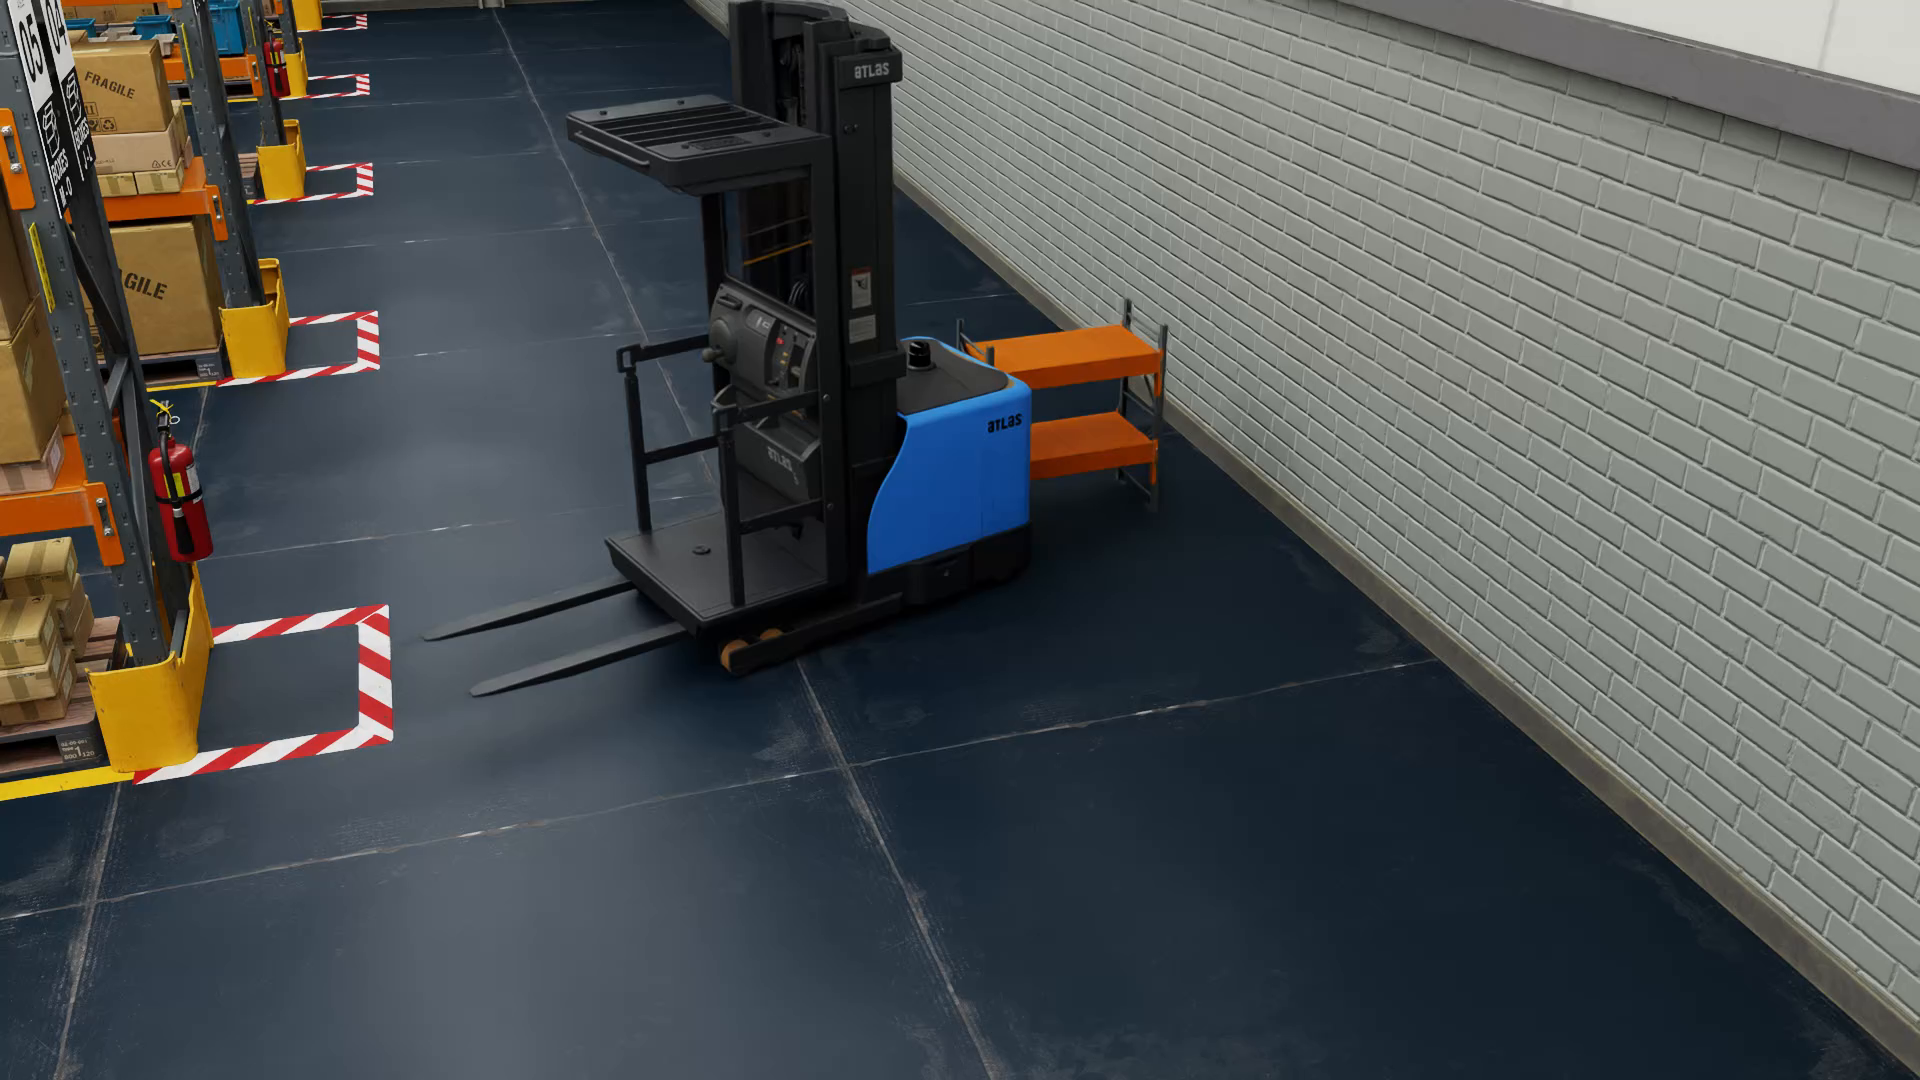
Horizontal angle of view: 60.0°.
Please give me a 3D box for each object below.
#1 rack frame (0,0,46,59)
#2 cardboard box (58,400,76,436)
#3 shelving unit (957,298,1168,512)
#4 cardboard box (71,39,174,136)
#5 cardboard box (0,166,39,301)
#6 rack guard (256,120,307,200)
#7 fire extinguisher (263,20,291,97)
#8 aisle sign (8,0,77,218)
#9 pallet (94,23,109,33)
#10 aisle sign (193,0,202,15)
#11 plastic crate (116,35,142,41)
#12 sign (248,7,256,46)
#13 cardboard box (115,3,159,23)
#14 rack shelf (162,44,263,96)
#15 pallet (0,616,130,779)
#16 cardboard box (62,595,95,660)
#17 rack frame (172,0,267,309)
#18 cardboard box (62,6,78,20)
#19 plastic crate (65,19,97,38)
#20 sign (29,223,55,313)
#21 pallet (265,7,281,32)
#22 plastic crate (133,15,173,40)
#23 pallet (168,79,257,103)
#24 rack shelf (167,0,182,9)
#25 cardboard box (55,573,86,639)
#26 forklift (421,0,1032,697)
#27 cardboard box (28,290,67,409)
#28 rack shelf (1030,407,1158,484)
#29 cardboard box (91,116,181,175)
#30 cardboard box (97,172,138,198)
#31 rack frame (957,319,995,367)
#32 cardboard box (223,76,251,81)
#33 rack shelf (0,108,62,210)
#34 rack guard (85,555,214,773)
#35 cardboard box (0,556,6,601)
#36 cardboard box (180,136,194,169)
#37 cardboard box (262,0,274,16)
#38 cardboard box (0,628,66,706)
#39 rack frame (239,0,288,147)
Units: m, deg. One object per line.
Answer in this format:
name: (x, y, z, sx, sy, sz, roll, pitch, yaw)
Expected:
rack frame: (-3.623, -3.292, 5.761, 0.127, 3.000, 1.000, -8, 28, -16)
cardboard box: (-4.033, -0.586, 7.341, 0.250, 0.149, 0.380, -8, 28, -17)
shelving unit: (0.559, -0.692, 9.379, 1.048, 1.125, 0.538, -9, 28, -18)
cardboard box: (-5.445, -2.940, 10.789, 0.500, 0.500, 0.500, -8, 27, -15)
cardboard box: (-4.132, -1.281, 6.886, 0.500, 0.500, 0.500, -8, 28, -16)
rack guard: (-6.578, -3.699, 16.139, 0.348, 0.500, 1.175, -8, 28, -16)
fire extinguisher: (-6.313, -4.437, 15.321, 0.183, 0.674, 0.296, -8, 28, -16)
aisle sign: (-3.461, -1.653, 6.282, 0.004, 0.787, 0.394, -8, 28, -16)
pallet: (-12.721, -7.271, 23.658, 1.213, 0.211, 1.003, -8, 28, -16)
aisle sign: (-4.902, -3.764, 10.534, 0.004, 0.787, 0.394, -8, 28, -16)
plastic crate: (-7.596, -4.496, 15.163, 0.243, 0.136, 0.396, -8, 28, -16)
sign: (-6.411, -4.653, 15.066, 0.005, 0.325, 0.100, -8, 28, -16)
cardboard box: (-11.758, -7.714, 23.753, 0.500, 0.500, 0.700, -8, 27, -15)
rack shelf: (-8.499, -4.213, 15.171, 4.000, 0.370, 1.077, -8, 28, -16)
pallet: (-4.479, 0.751, 7.499, 1.213, 0.211, 1.003, -8, 28, -16)
cardboard box: (-4.220, 0.421, 7.763, 0.250, 0.149, 0.380, -8, 27, -15)
rack frame: (-5.063, -2.716, 11.348, 0.127, 3.000, 1.000, -8, 28, -16)
cardboard box: (-12.725, -7.576, 23.476, 0.500, 0.500, 0.700, -8, 27, -15)
plastic crate: (-8.186, -4.686, 15.436, 0.300, 0.233, 0.416, -8, 28, -16)
sign: (-3.470, -1.028, 6.289, 0.005, 0.325, 0.100, -8, 28, -16)
pallet: (-10.401, -7.607, 24.335, 1.213, 0.211, 1.003, -8, 28, -16)
plastic crate: (-7.560, -4.777, 15.619, 0.300, 0.233, 0.416, -8, 28, -16)
pallet: (-8.957, -5.535, 20.163, 1.213, 0.211, 1.003, -8, 28, -16)
rack shelf: (-6.965, -3.462, 10.286, 4.000, 0.370, 1.077, -8, 28, -16)
cardboard box: (-4.201, 0.314, 7.643, 0.250, 0.149, 0.380, -7, 27, -14)
forklift: (-1.115, -0.932, 7.832, 3.031, 2.935, 1.130, -18, 31, -31)
cardboard box: (-4.136, -0.838, 7.118, 0.500, 0.500, 0.500, -7, 27, -14)
rack shelf: (0.559, -0.473, 9.488, 1.000, 0.278, 0.538, -9, 28, -18)
cardboard box: (-5.442, -2.603, 10.954, 0.500, 0.250, 0.500, -9, 28, -17)
cardboard box: (-5.546, -2.379, 10.951, 0.250, 0.149, 0.380, -8, 27, -16)
rack frame: (0.083, -0.613, 9.220, 0.032, 1.125, 0.500, -9, 28, -18)
cardboard box: (-8.568, -5.803, 19.883, 0.500, 0.500, 0.500, -8, 28, -16)
rack shelf: (-5.525, -1.351, 6.034, 4.000, 0.370, 1.077, -8, 28, -16)
rack guard: (-3.695, 0.525, 7.630, 0.348, 0.500, 1.175, -8, 28, -16)
cardboard box: (-4.451, 0.235, 7.469, 0.250, 0.149, 0.380, -8, 27, -15)
cardboard box: (-5.503, -2.694, 11.586, 0.250, 0.149, 0.380, -8, 27, -16)
cardboard box: (-10.299, -7.929, 24.187, 0.500, 0.500, 0.700, -8, 28, -16)
cardboard box: (-4.037, 0.544, 7.180, 0.250, 0.149, 0.380, -9, 28, -17)
rack frame: (-6.597, -4.810, 15.566, 0.127, 3.000, 1.000, -8, 28, -16)
